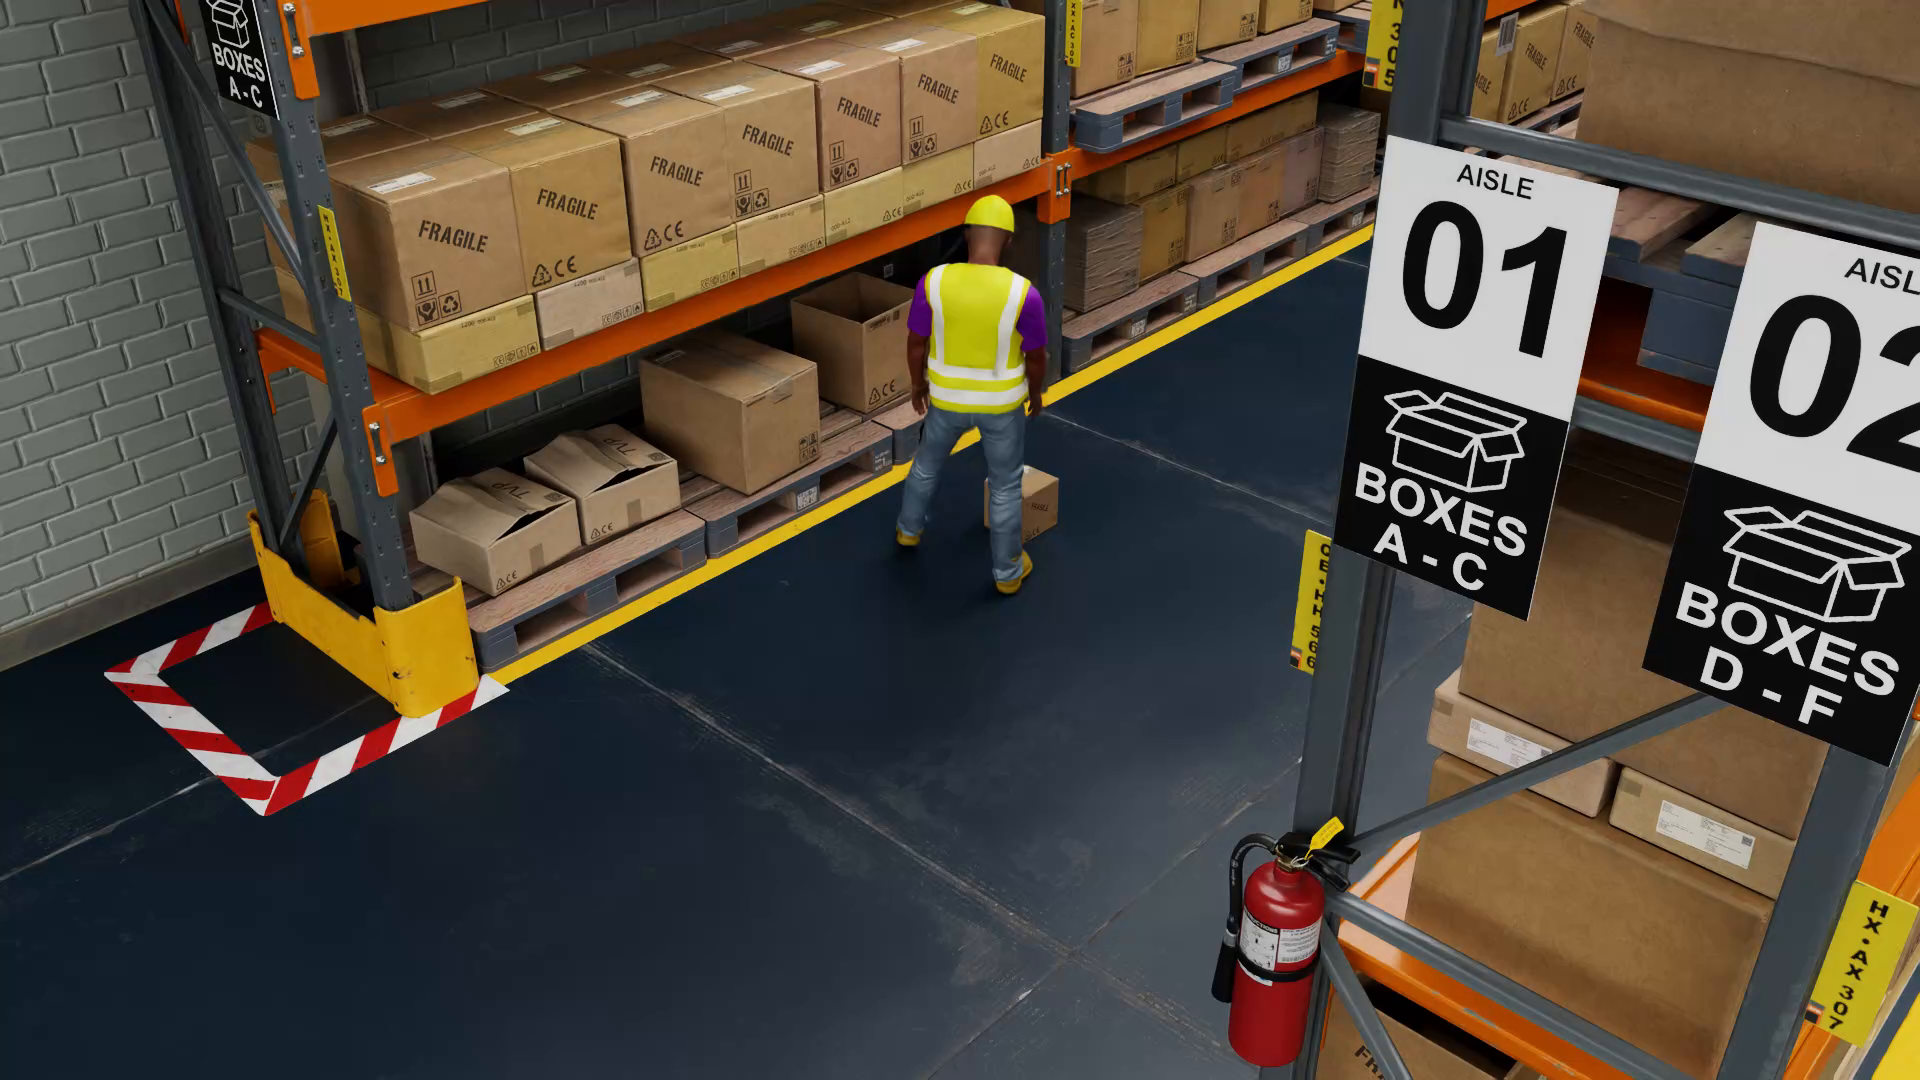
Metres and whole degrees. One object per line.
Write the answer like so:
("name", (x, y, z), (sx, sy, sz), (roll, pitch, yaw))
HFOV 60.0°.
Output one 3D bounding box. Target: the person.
("person", (0.023, -0.663, 7.182), (0.751, 1.754, 0.527), (8, 32, 13))
